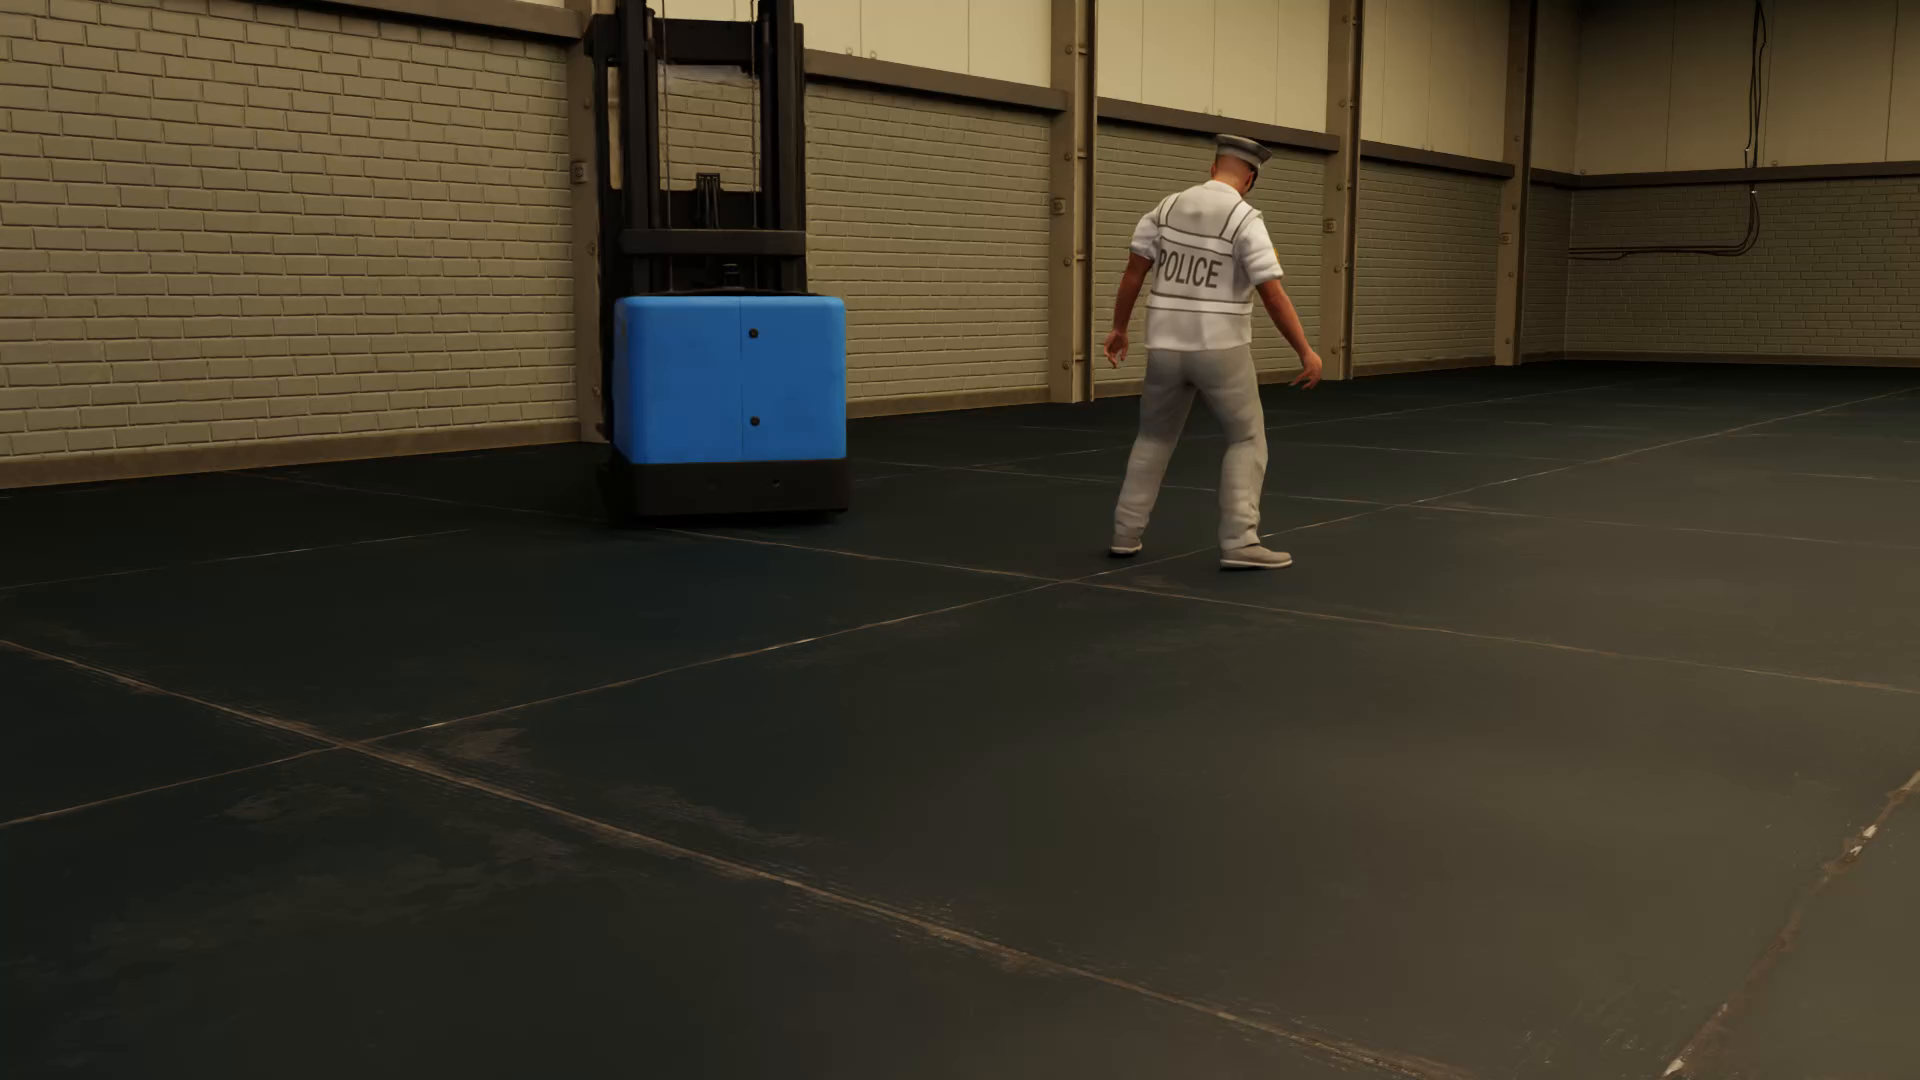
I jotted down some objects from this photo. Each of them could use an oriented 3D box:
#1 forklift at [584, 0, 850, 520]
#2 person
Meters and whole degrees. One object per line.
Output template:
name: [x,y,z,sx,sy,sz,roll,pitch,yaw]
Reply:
forklift: [-1.427,-1.718,9.019,1.130,2.935,3.031,-2,9,-16]
person: [0.982,-0.744,6.708,0.917,1.686,0.427,7,11,38]
